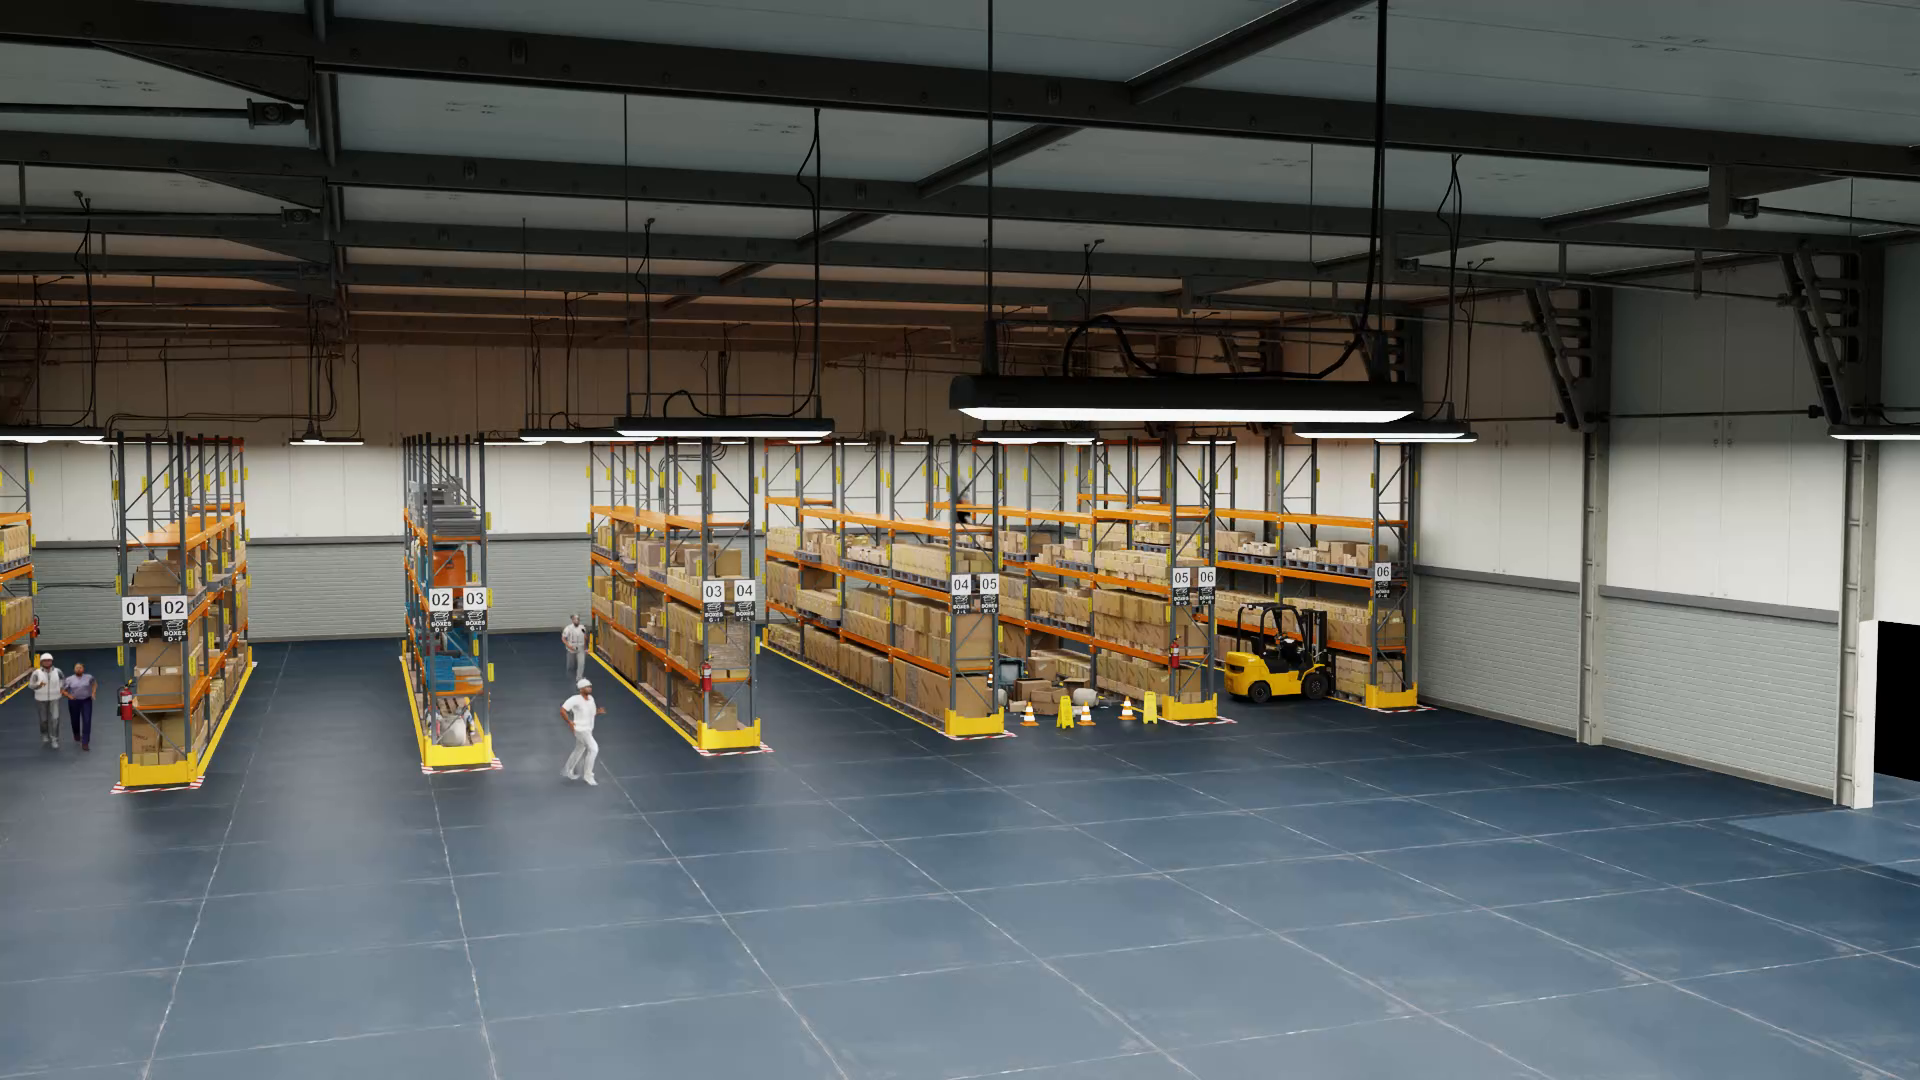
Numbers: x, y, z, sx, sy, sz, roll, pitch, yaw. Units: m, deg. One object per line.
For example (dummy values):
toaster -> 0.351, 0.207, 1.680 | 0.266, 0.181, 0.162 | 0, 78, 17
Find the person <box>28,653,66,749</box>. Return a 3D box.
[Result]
person -> -17.399, 3.051, 31.724 | 0.651, 1.789, 0.881 | -2, 4, -33

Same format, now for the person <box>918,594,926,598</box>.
person -> -1.011, 2.050, 51.381 | 0.868, 1.751, 0.674 | 1, 3, 9

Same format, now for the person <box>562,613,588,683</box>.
person -> -9.282, 2.651, 40.124 | 0.642, 1.779, 1.027 | -1, 3, -22

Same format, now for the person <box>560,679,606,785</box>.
person -> -6.433, 3.281, 28.416 | 0.767, 1.836, 0.661 | 1, 3, 11

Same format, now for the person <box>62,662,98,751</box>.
person -> -16.757, 3.150, 31.677 | 0.616, 1.647, 0.898 | -2, 4, -30
